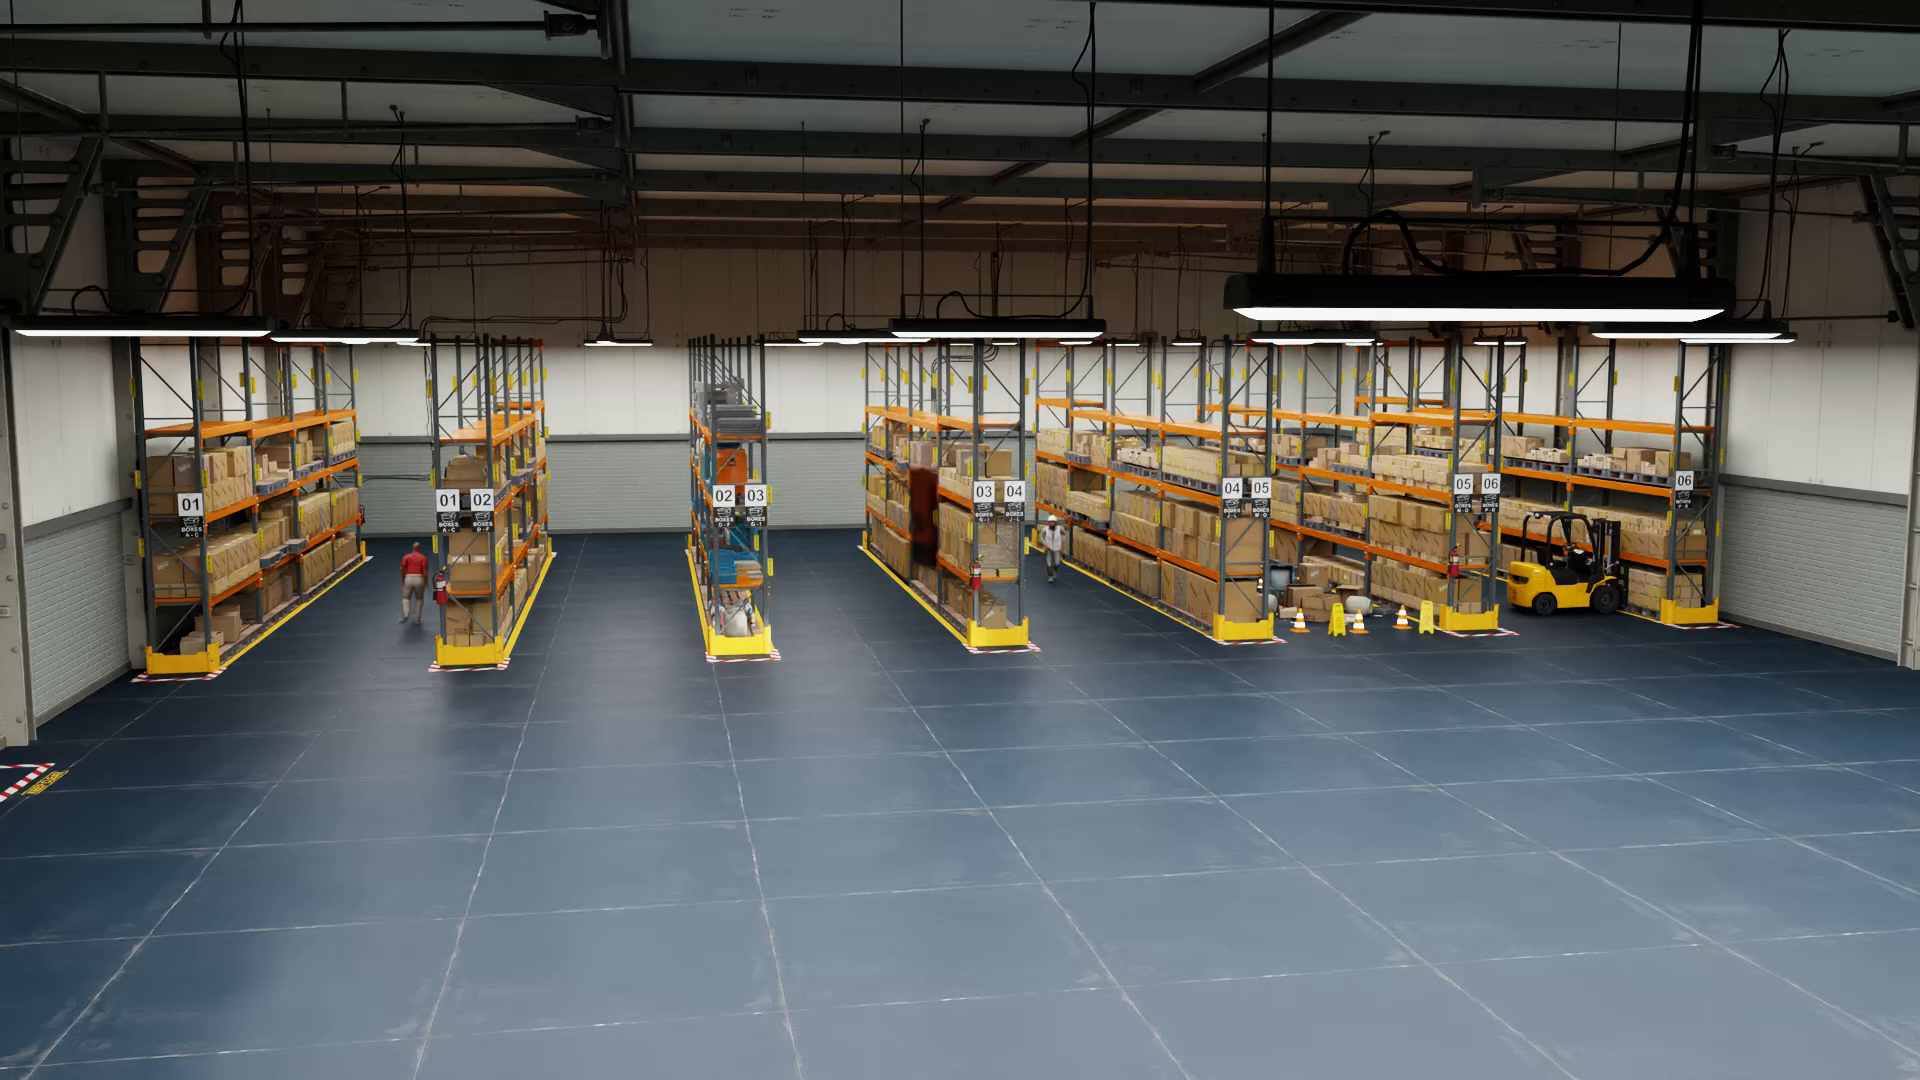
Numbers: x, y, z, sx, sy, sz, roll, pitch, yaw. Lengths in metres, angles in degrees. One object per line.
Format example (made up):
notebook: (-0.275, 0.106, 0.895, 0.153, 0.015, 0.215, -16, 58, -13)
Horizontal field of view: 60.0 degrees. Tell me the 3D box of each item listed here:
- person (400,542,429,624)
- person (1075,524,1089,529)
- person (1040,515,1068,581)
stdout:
person: (-11.376, 0.918, 34.652, 0.594, 1.699, 0.656, -1, 7, -8)
person: (3.777, -1.033, 51.357, 1.085, 1.738, 0.553, -5, 8, -39)
person: (2.302, 0.205, 40.923, 0.699, 1.679, 0.726, 0, 7, -1)
